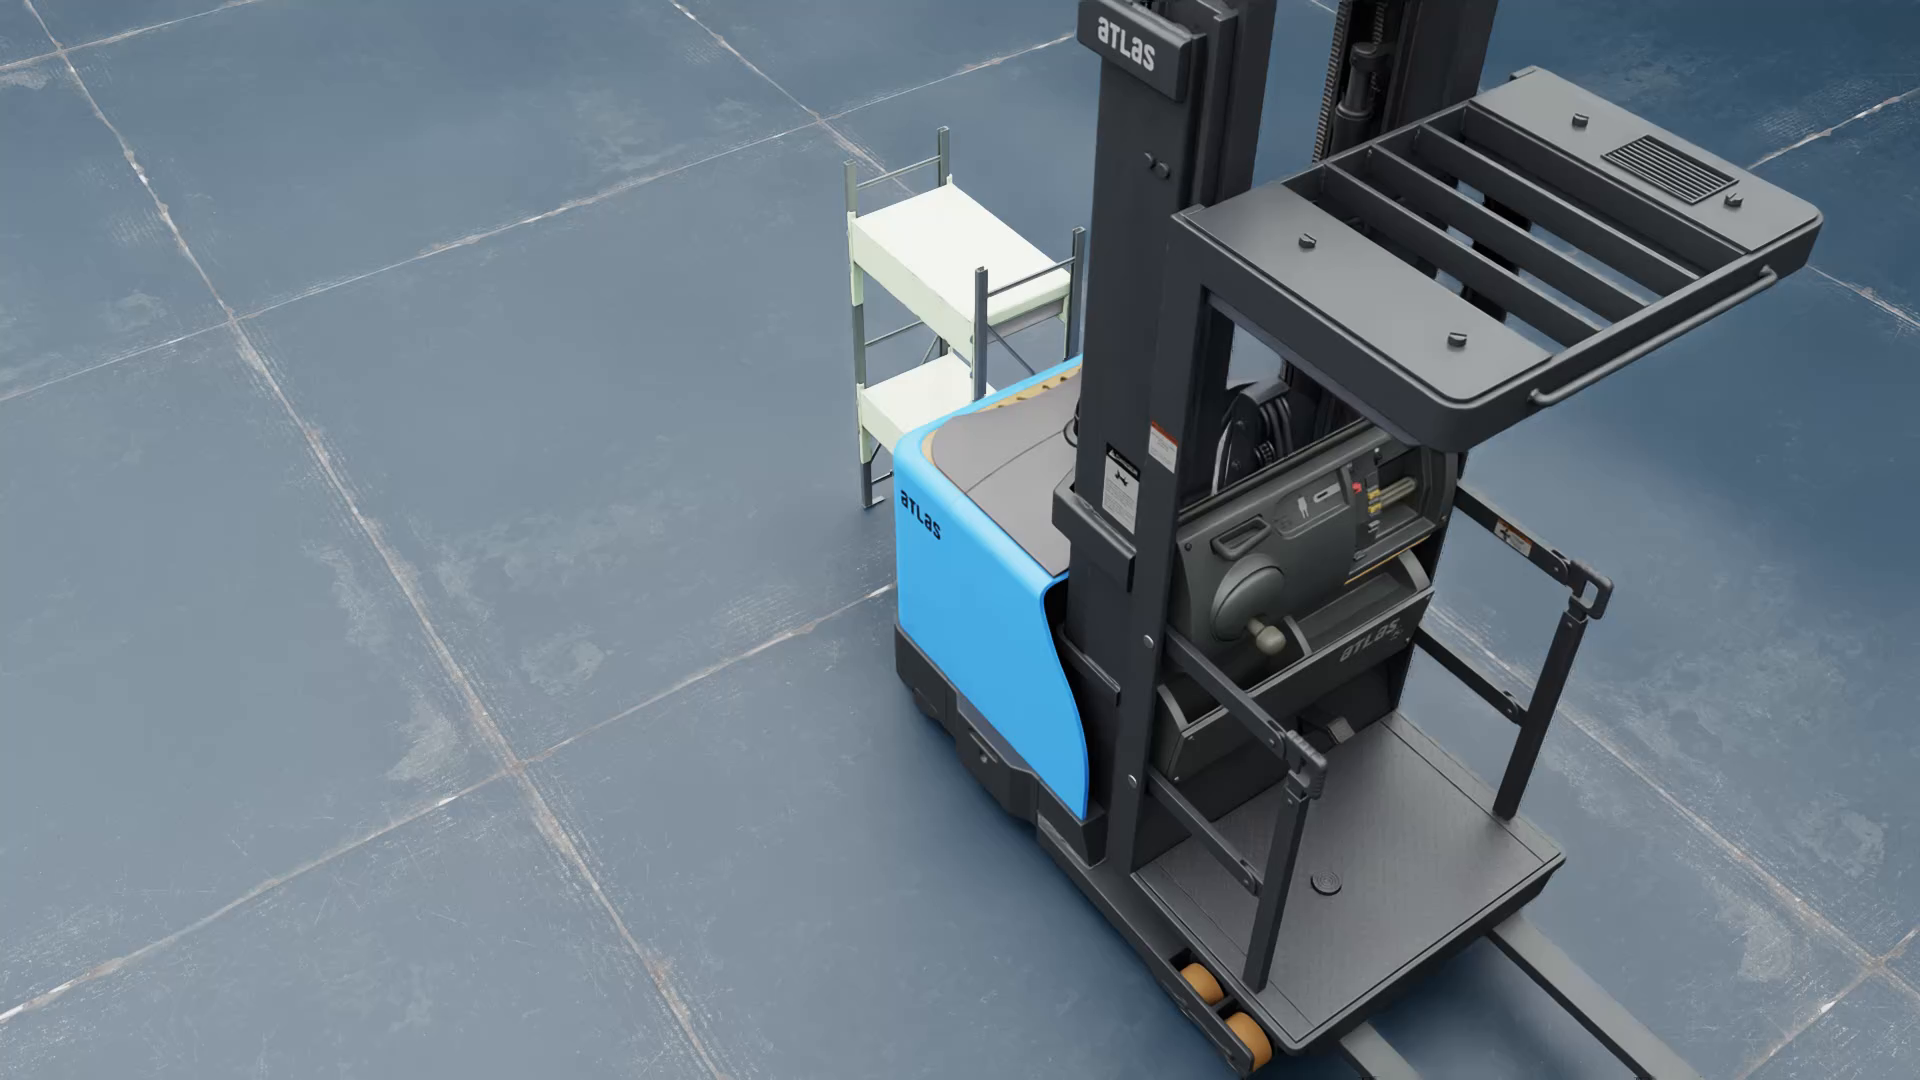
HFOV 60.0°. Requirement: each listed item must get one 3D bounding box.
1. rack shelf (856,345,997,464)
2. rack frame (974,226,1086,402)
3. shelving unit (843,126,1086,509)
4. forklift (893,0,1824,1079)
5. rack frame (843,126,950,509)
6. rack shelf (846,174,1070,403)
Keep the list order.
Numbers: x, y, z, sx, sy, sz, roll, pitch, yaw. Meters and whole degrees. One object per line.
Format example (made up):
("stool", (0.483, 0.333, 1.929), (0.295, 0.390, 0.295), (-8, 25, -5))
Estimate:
("rack shelf", (0.004, -0.303, 5.953), (0.431, 0.370, 0.720), (-26, 49, -24))
("rack frame", (0.213, -0.331, 5.511), (0.400, 1.500, 0.023), (-26, 49, -24))
("shelving unit", (0.004, -0.539, 5.728), (0.431, 1.500, 0.755), (-26, 49, -24))
("forklift", (1.040, 0.050, 4.076), (1.130, 2.935, 3.031), (-26, 49, -25))
("rack frame", (-0.206, -0.746, 5.945), (0.400, 1.500, 0.023), (-26, 49, -24))
("rack shelf", (0.004, -0.821, 5.459), (0.431, 0.370, 0.720), (-26, 49, -24))
